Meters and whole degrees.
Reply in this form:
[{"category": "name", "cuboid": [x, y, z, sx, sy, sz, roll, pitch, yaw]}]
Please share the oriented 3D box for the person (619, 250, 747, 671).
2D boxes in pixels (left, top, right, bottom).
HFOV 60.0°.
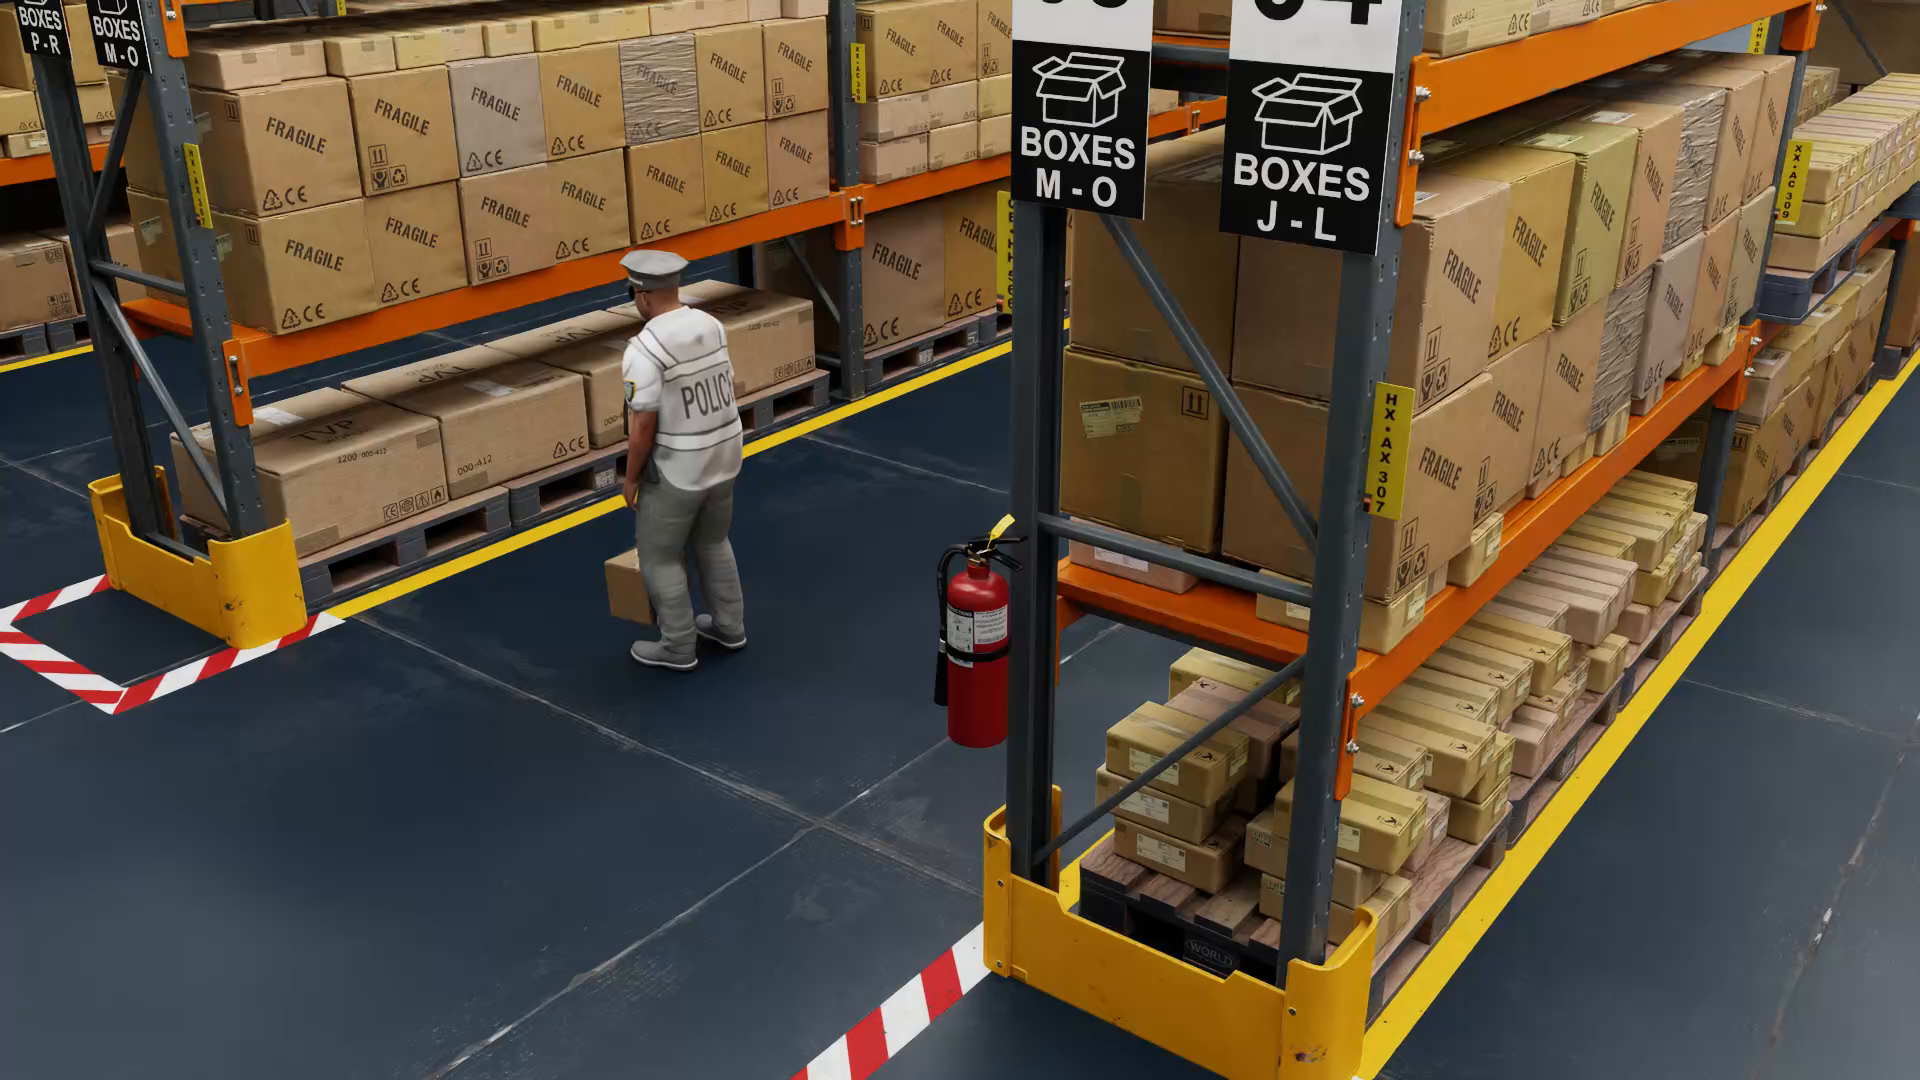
[{"category": "person", "cuboid": [-1.139, -0.302, 6.785, 0.476, 1.749, 0.570, 16, 28, 32]}]
